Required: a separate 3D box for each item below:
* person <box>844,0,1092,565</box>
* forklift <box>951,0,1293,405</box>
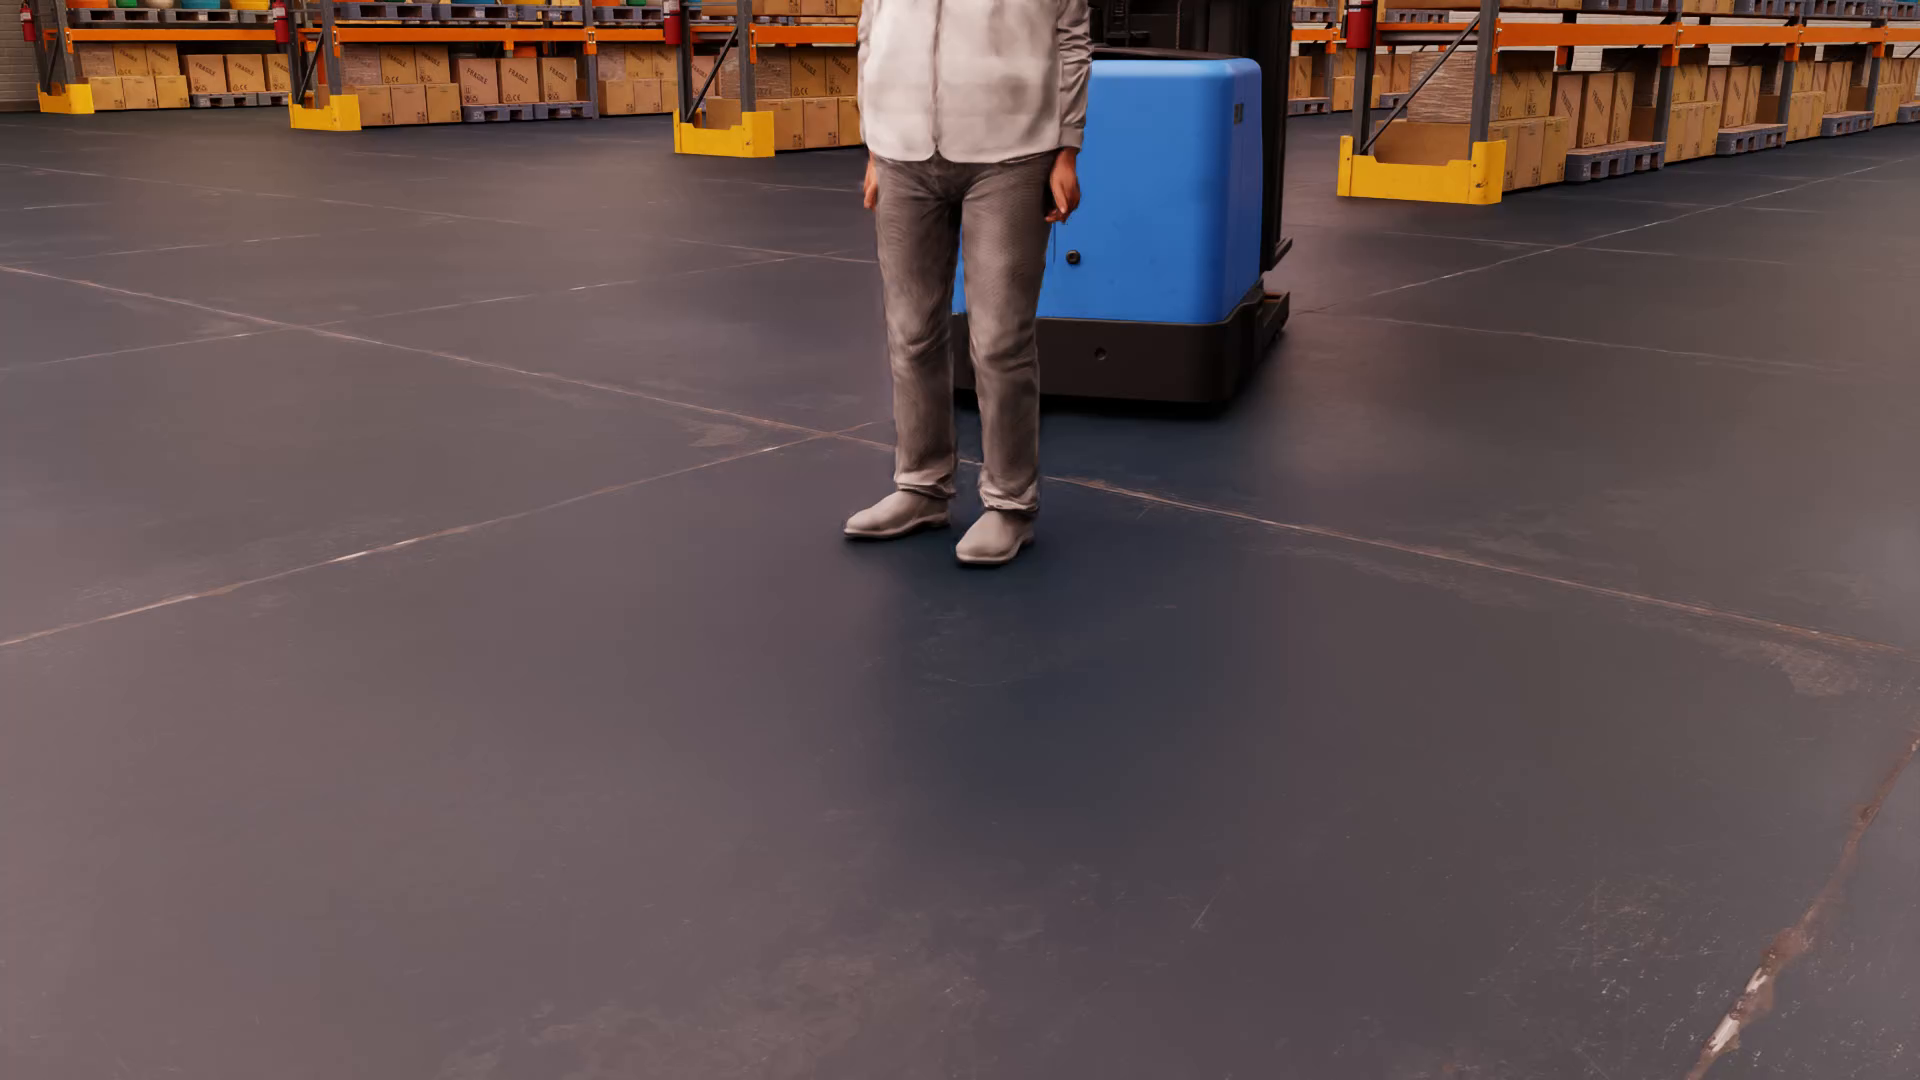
[{"bbox_3d":[0.002,-0.840,3.664,0.542,1.772,0.408,5,18,16],"label":"person"},{"bbox_3d":[0.705,-2.208,6.171,1.130,2.935,3.031,5,18,15],"label":"forklift"}]
